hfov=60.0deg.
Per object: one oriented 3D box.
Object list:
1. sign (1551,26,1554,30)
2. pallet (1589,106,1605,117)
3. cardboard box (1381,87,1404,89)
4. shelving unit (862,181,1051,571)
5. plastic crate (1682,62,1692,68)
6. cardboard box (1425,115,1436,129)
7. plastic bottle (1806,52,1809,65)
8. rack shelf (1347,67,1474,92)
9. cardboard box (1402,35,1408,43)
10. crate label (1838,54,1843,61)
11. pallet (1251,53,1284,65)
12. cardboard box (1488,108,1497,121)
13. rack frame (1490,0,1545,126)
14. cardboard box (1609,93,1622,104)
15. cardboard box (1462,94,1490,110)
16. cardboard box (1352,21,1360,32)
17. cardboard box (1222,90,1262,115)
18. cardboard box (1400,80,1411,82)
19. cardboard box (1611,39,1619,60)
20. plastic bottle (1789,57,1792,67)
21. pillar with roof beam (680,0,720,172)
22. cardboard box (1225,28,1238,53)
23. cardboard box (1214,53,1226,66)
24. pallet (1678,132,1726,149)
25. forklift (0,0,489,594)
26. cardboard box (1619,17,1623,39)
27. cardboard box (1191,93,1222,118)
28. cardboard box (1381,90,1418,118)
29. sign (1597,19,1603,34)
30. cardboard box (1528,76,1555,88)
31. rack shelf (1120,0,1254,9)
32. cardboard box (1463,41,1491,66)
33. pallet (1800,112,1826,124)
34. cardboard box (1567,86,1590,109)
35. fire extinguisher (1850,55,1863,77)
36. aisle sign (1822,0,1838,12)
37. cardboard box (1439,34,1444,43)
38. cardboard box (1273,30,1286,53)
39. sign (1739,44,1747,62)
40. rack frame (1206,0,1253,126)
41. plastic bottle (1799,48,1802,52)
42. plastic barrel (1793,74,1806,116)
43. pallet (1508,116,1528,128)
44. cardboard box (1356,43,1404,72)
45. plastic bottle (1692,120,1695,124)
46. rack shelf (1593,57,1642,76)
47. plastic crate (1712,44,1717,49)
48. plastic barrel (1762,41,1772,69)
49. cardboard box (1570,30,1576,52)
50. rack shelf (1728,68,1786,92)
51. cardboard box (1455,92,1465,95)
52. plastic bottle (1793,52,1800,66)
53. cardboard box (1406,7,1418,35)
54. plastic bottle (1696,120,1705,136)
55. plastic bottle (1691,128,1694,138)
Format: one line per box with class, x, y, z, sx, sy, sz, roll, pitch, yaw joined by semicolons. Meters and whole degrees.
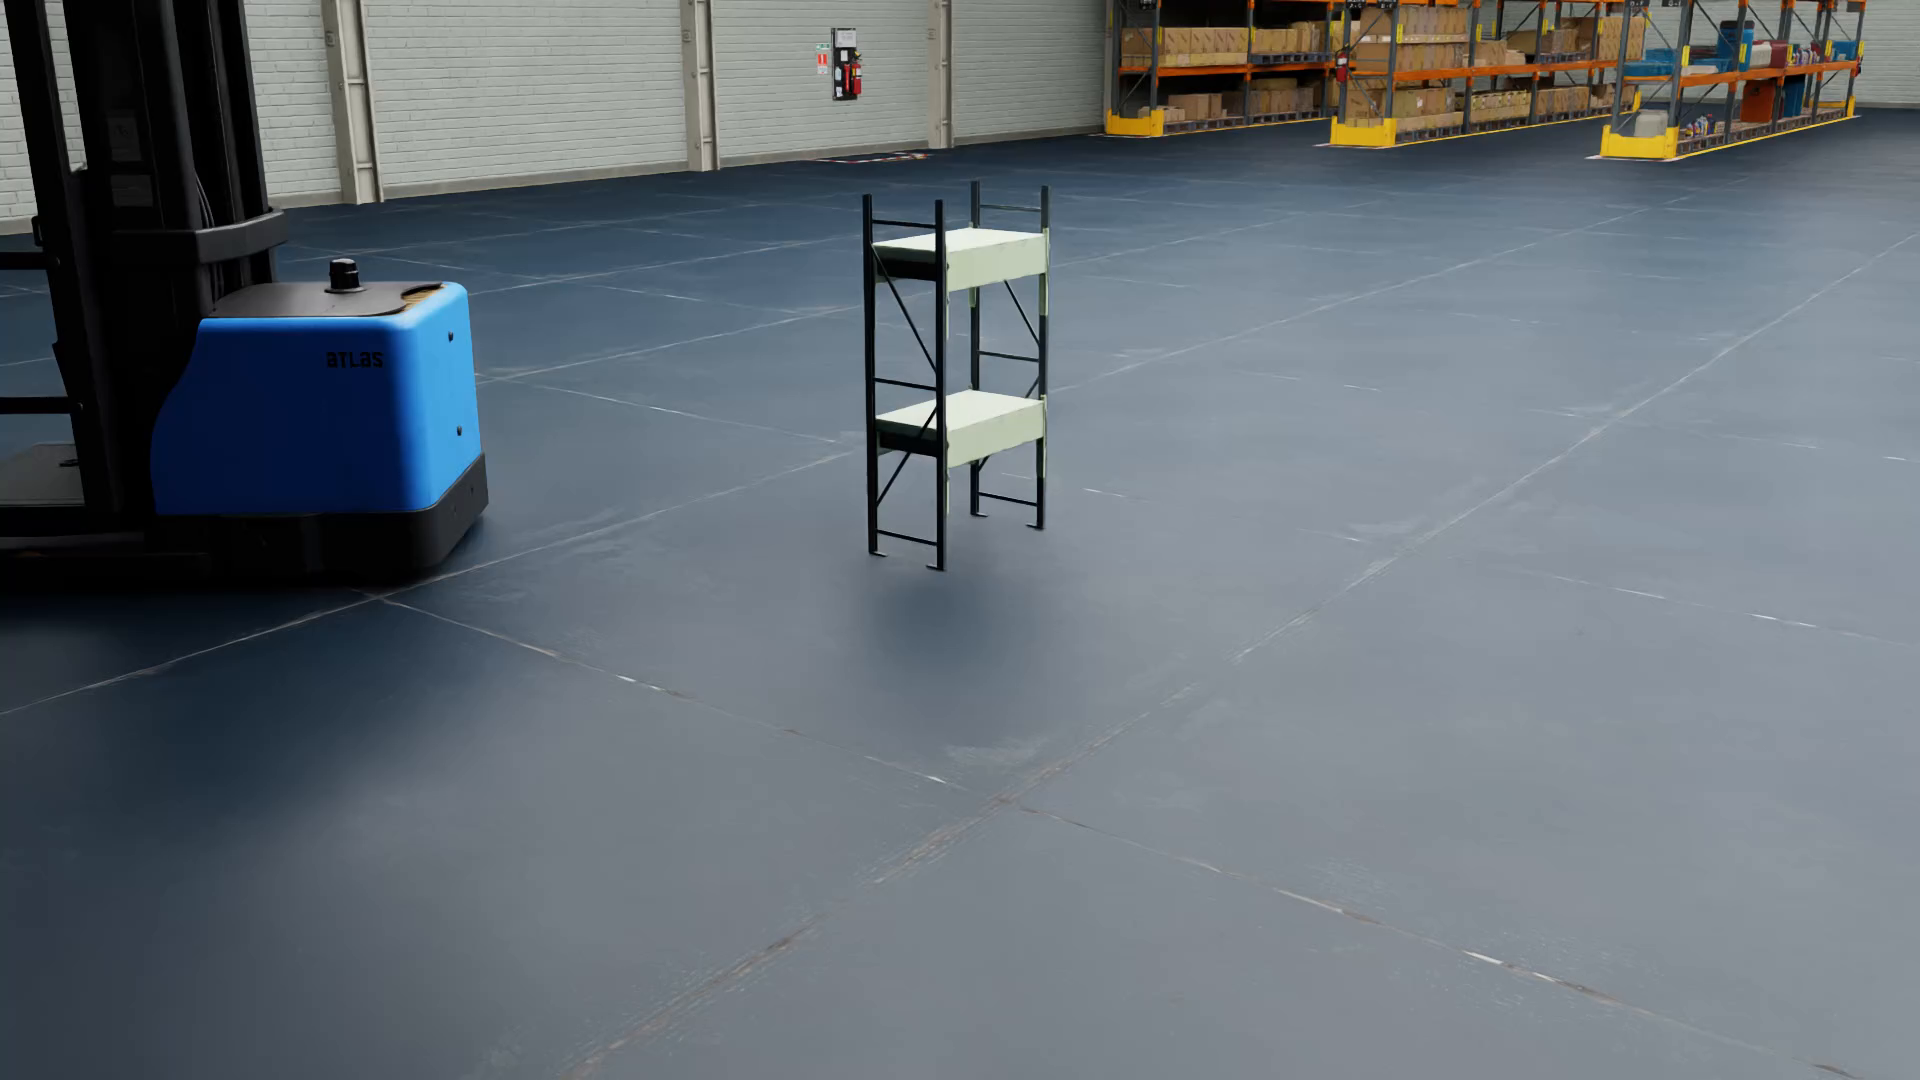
sign;14.189;-12.138;39.814;0.100;0.325;0.005;12;21;35
pallet;15.040;-10.463;40.580;1.003;0.211;1.213;12;21;35
cardboard box;8.443;-8.558;32.409;0.500;0.500;0.500;12;21;35
shelving unit;-0.004;-0.715;7.016;0.431;1.500;0.755;12;21;35
plastic crate;12.803;-8.475;29.834;0.450;0.188;0.662;12;21;35
cardboard box;8.873;-8.106;32.216;0.500;0.250;0.500;12;21;35
plastic bottle;18.112;-10.337;35.684;0.152;0.276;0.135;12;21;35
rack shelf;8.671;-8.906;32.077;1.077;0.370;4.000;12;21;35
cardboard box;8.041;-9.249;30.708;0.380;0.149;0.250;12;21;33
crate label;20.318;-11.247;38.746;0.396;0.136;0.243;12;21;35
pallet;6.455;-10.665;36.852;1.003;0.211;1.213;12;21;35
cardboard box;10.914;-8.911;34.808;0.500;0.250;0.500;12;21;33
rack frame;12.246;-10.678;36.572;1.000;3.000;0.127;12;21;35
cardboard box;16.297;-11.087;41.782;0.500;0.250;0.500;12;21;35
cardboard box;10.612;-9.054;34.323;0.500;0.311;0.500;12;21;34
cardboard box;9.358;-12.421;40.215;0.500;0.250;0.500;13;21;35
cardboard box;6.308;-9.795;37.199;0.700;0.500;0.500;13;22;37
cardboard box;11.528;-12.031;43.342;0.380;0.149;0.250;13;22;37
cardboard box;15.754;-11.993;40.638;0.500;0.500;0.500;12;21;34
plastic bottle;17.132;-9.926;34.347;0.061;0.283;0.133;12;21;35
pillar with roof beam;-0.471;-9.213;21.738;9.100;9.000;0.400;12;21;35
cardboard box;5.556;-10.609;35.303;0.500;0.500;0.500;12;21;34
cardboard box;5.253;-10.132;35.032;0.500;0.250;0.500;12;21;34
pallet;13.405;-7.365;30.605;1.003;0.211;1.213;12;21;35
forklift;-3.626;-1.347;6.638;3.031;2.935;1.130;-1;17;-3
cardboard box;16.057;-12.587;40.865;0.500;0.500;0.500;13;22;36
cardboard box;5.296;-9.362;35.807;0.500;0.500;0.500;11;20;31
cardboard box;8.274;-8.226;31.340;0.500;0.500;0.500;12;21;35
sign;15.077;-12.087;39.155;0.100;0.325;0.005;12;21;35
cardboard box;13.550;-10.695;38.835;0.500;0.250;0.500;12;21;35
rack shelf;4.691;-11.213;34.448;1.077;0.370;4.000;12;21;35
cardboard box;10.647;-10.079;34.473;0.500;0.500;0.500;14;22;39
pallet;19.012;-9.605;37.818;1.003;0.211;1.213;12;21;35
cardboard box;14.566;-10.479;39.404;0.500;0.500;0.500;12;21;34
fire extinguisher;21.444;-11.448;39.810;0.296;0.674;0.183;12;21;35
aisle sign;20.793;-13.019;39.725;0.394;0.787;0.004;12;21;35
cardboard box;9.115;-9.678;32.090;0.380;0.149;0.250;13;22;36
cardboard box;6.919;-11.267;37.558;0.700;0.500;0.500;16;24;42
sign;14.274;-8.882;30.320;0.100;0.325;0.005;12;21;35
rack frame;5.882;-10.600;36.320;1.000;3.000;0.127;12;21;35
plastic bottle;18.095;-10.436;35.875;0.144;0.351;0.185;12;21;35
plastic barrel;18.268;-9.827;36.660;0.600;0.901;0.708;12;21;35
pallet;11.724;-9.157;36.376;1.003;0.211;1.213;12;21;35
cardboard box;7.768;-8.930;30.772;0.700;0.500;0.500;12;21;35
plastic bottle;13.194;-7.416;29.905;0.061;0.283;0.133;12;21;35
rack shelf;15.821;-11.764;41.281;1.077;0.370;4.000;12;21;35
plastic crate;15.013;-9.502;32.676;0.402;0.464;0.583;12;21;35
plastic barrel;15.781;-9.573;32.823;0.421;0.512;0.421;0;17;0
cardboard box;14.168;-11.806;39.327;0.700;0.500;0.500;5;18;16
rack shelf;15.030;-8.982;32.323;1.077;0.370;4.000;12;21;35
cardboard box;10.478;-9.271;35.024;0.500;0.311;0.500;12;21;35
plastic bottle;17.566;-10.119;34.981;0.152;0.276;0.135;12;21;35
cardboard box;8.108;-9.688;31.027;0.700;0.500;0.500;12;21;33
plastic bottle;13.280;-7.394;29.846;0.152;0.276;0.135;13;21;36
plastic bottle;12.848;-7.172;29.257;0.097;0.201;0.097;0;17;0
